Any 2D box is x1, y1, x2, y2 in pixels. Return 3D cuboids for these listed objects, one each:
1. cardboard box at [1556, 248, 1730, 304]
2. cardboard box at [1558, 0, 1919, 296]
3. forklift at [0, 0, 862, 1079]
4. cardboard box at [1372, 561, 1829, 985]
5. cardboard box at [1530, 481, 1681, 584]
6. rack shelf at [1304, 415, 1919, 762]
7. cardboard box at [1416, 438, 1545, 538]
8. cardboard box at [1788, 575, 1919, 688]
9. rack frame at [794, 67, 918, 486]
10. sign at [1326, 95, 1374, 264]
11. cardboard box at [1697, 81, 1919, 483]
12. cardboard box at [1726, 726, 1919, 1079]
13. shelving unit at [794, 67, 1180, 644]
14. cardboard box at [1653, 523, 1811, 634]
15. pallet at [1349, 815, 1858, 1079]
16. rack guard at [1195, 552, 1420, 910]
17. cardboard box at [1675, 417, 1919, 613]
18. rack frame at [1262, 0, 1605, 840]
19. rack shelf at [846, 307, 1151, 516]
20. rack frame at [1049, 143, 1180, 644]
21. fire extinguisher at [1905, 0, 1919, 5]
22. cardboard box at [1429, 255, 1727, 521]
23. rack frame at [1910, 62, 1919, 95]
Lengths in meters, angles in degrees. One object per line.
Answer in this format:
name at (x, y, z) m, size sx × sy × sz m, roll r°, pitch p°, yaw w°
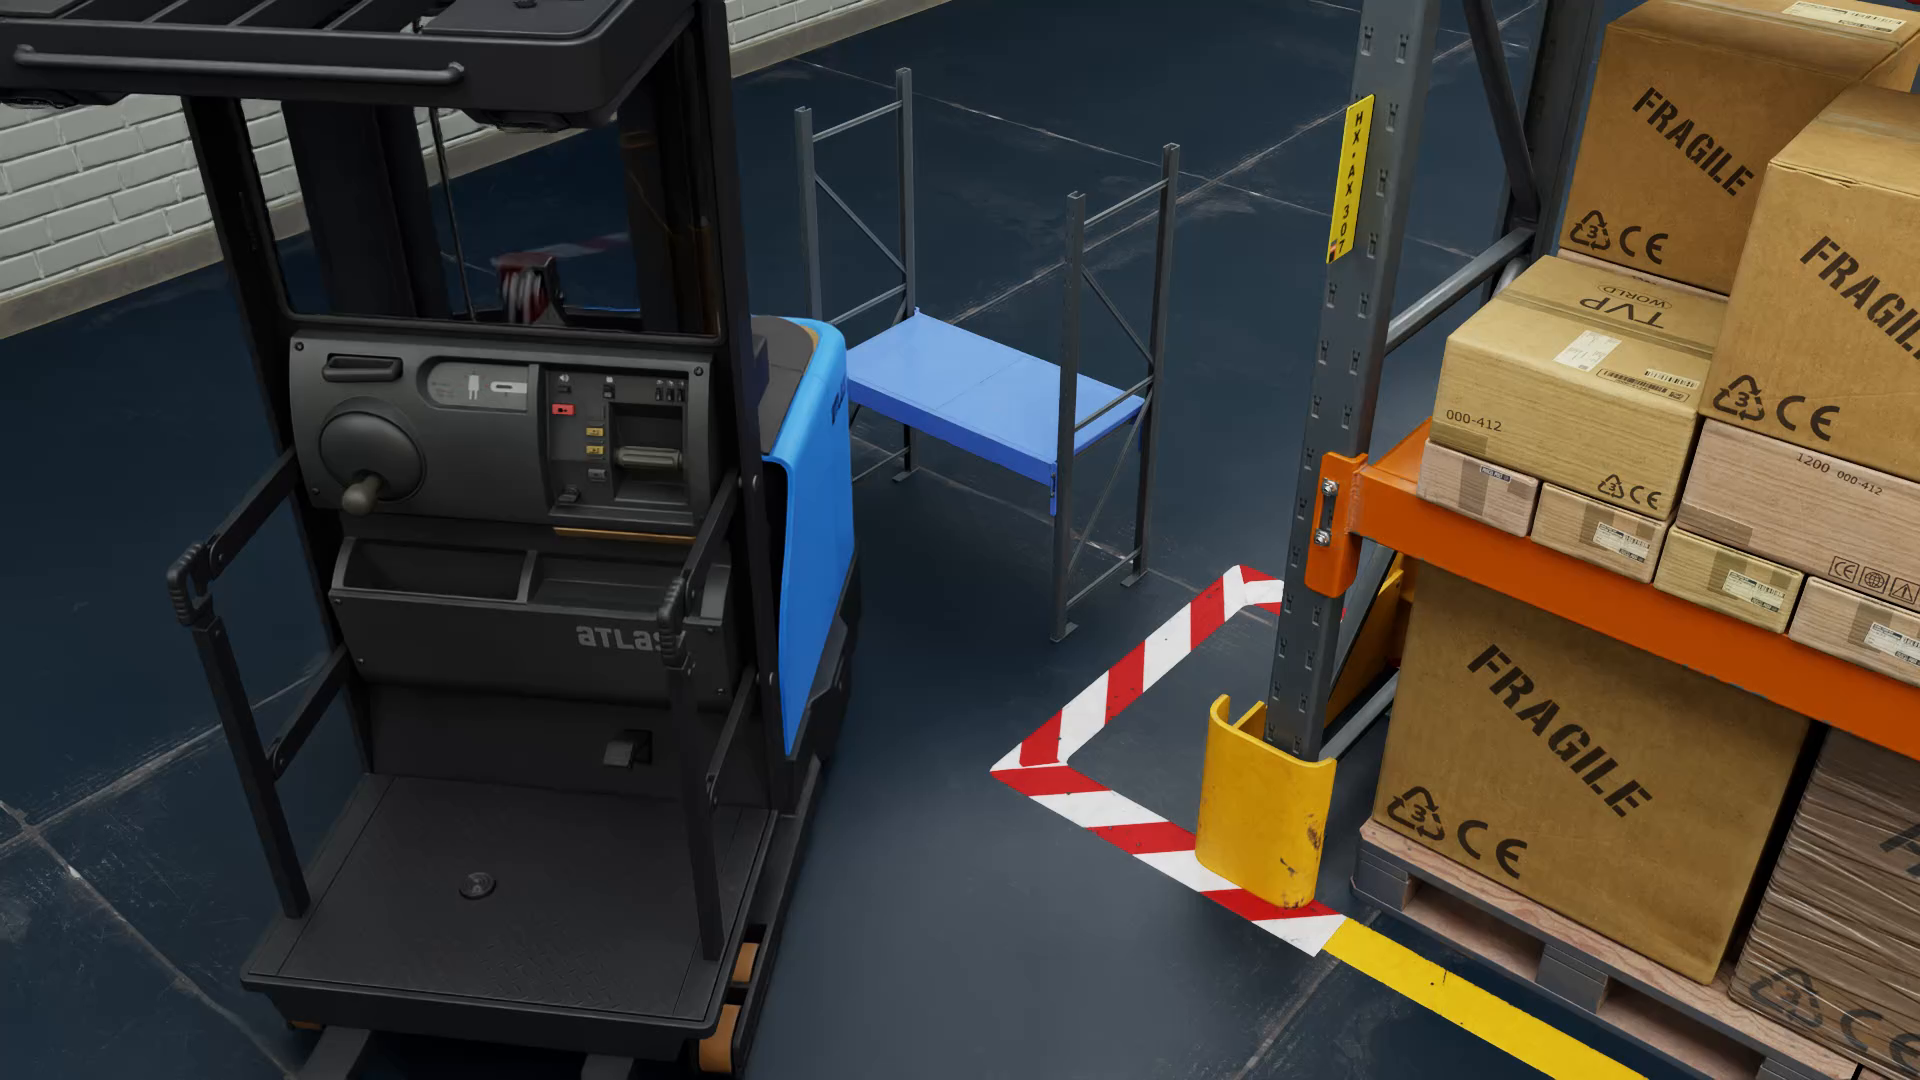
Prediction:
cardboard box at (1.677, -0.564, 3.792) m, size 0.500 × 0.250 × 0.500 m, roll 25°, pitch 41°, yaw 31°
cardboard box at (1.677, -0.871, 3.576) m, size 0.500 × 0.500 × 0.500 m, roll 26°, pitch 42°, yaw 32°
forklift at (-1.013, -0.165, 3.402) m, size 1.130 × 2.935 × 3.031 m, roll 4°, pitch 35°, yaw 6°
cardboard box at (1.678, 0.336, 4.116) m, size 0.875 × 0.875 × 0.875 m, roll 25°, pitch 42°, yaw 32°
cardboard box at (1.394, -0.095, 3.461) m, size 0.250 × 0.149 × 0.380 m, roll 25°, pitch 41°, yaw 31°
rack shelf at (2.672, 0.458, 3.070) m, size 4.000 × 0.370 × 1.077 m, roll 25°, pitch 42°, yaw 32°
cardboard box at (1.196, -0.188, 3.596) m, size 0.250 × 0.149 × 0.380 m, roll 26°, pitch 42°, yaw 32°
cardboard box at (1.793, 0.091, 3.190) m, size 0.250 × 0.149 × 0.380 m, roll 25°, pitch 41°, yaw 31°
rack frame at (-0.325, -0.771, 5.549) m, size 0.032 × 1.500 × 0.500 m, roll 25°, pitch 42°, yaw 32°
sign at (0.775, -0.714, 3.305) m, size 0.005 × 0.325 × 0.100 m, roll 25°, pitch 42°, yaw 32°
cardboard box at (1.715, -0.461, 2.979) m, size 0.500 × 0.500 × 0.500 m, roll 24°, pitch 41°, yaw 31°
cardboard box at (2.377, 0.666, 3.637) m, size 0.875 × 0.875 × 0.875 m, roll 25°, pitch 42°, yaw 32°
shelving unit at (0.066, -0.587, 5.280) m, size 1.048 × 1.500 × 0.538 m, roll 25°, pitch 42°, yaw 32°
cardboard box at (1.591, -0.003, 3.326) m, size 0.250 × 0.149 × 0.380 m, roll 24°, pitch 41°, yaw 31°
pallet at (1.799, 0.842, 4.338) m, size 1.213 × 0.211 × 1.003 m, roll 25°, pitch 42°, yaw 32°
rack guard at (1.116, 0.458, 4.641) m, size 0.348 × 0.500 × 1.175 m, roll 25°, pitch 42°, yaw 32°
cardboard box at (1.734, -0.147, 3.185) m, size 0.500 × 0.250 × 0.500 m, roll 25°, pitch 41°, yaw 31°
rack frame at (1.135, -0.563, 3.921) m, size 0.127 × 3.000 × 1.000 m, roll 25°, pitch 42°, yaw 32°
rack shelf at (0.066, -0.439, 5.382) m, size 1.000 × 0.185 × 0.538 m, roll 25°, pitch 42°, yaw 32°
rack frame at (0.456, -0.403, 5.012) m, size 0.032 × 1.500 × 0.500 m, roll 25°, pitch 42°, yaw 32°
fire extinguisher at (4.487, -2.791, 7.562) m, size 0.183 × 0.674 × 0.296 m, roll 25°, pitch 42°, yaw 32°
cardboard box at (1.331, -0.333, 3.455) m, size 0.500 × 0.250 × 0.500 m, roll 24°, pitch 41°, yaw 31°
rack frame at (4.386, -2.685, 7.010) m, size 0.127 × 3.000 × 1.000 m, roll 25°, pitch 42°, yaw 32°
